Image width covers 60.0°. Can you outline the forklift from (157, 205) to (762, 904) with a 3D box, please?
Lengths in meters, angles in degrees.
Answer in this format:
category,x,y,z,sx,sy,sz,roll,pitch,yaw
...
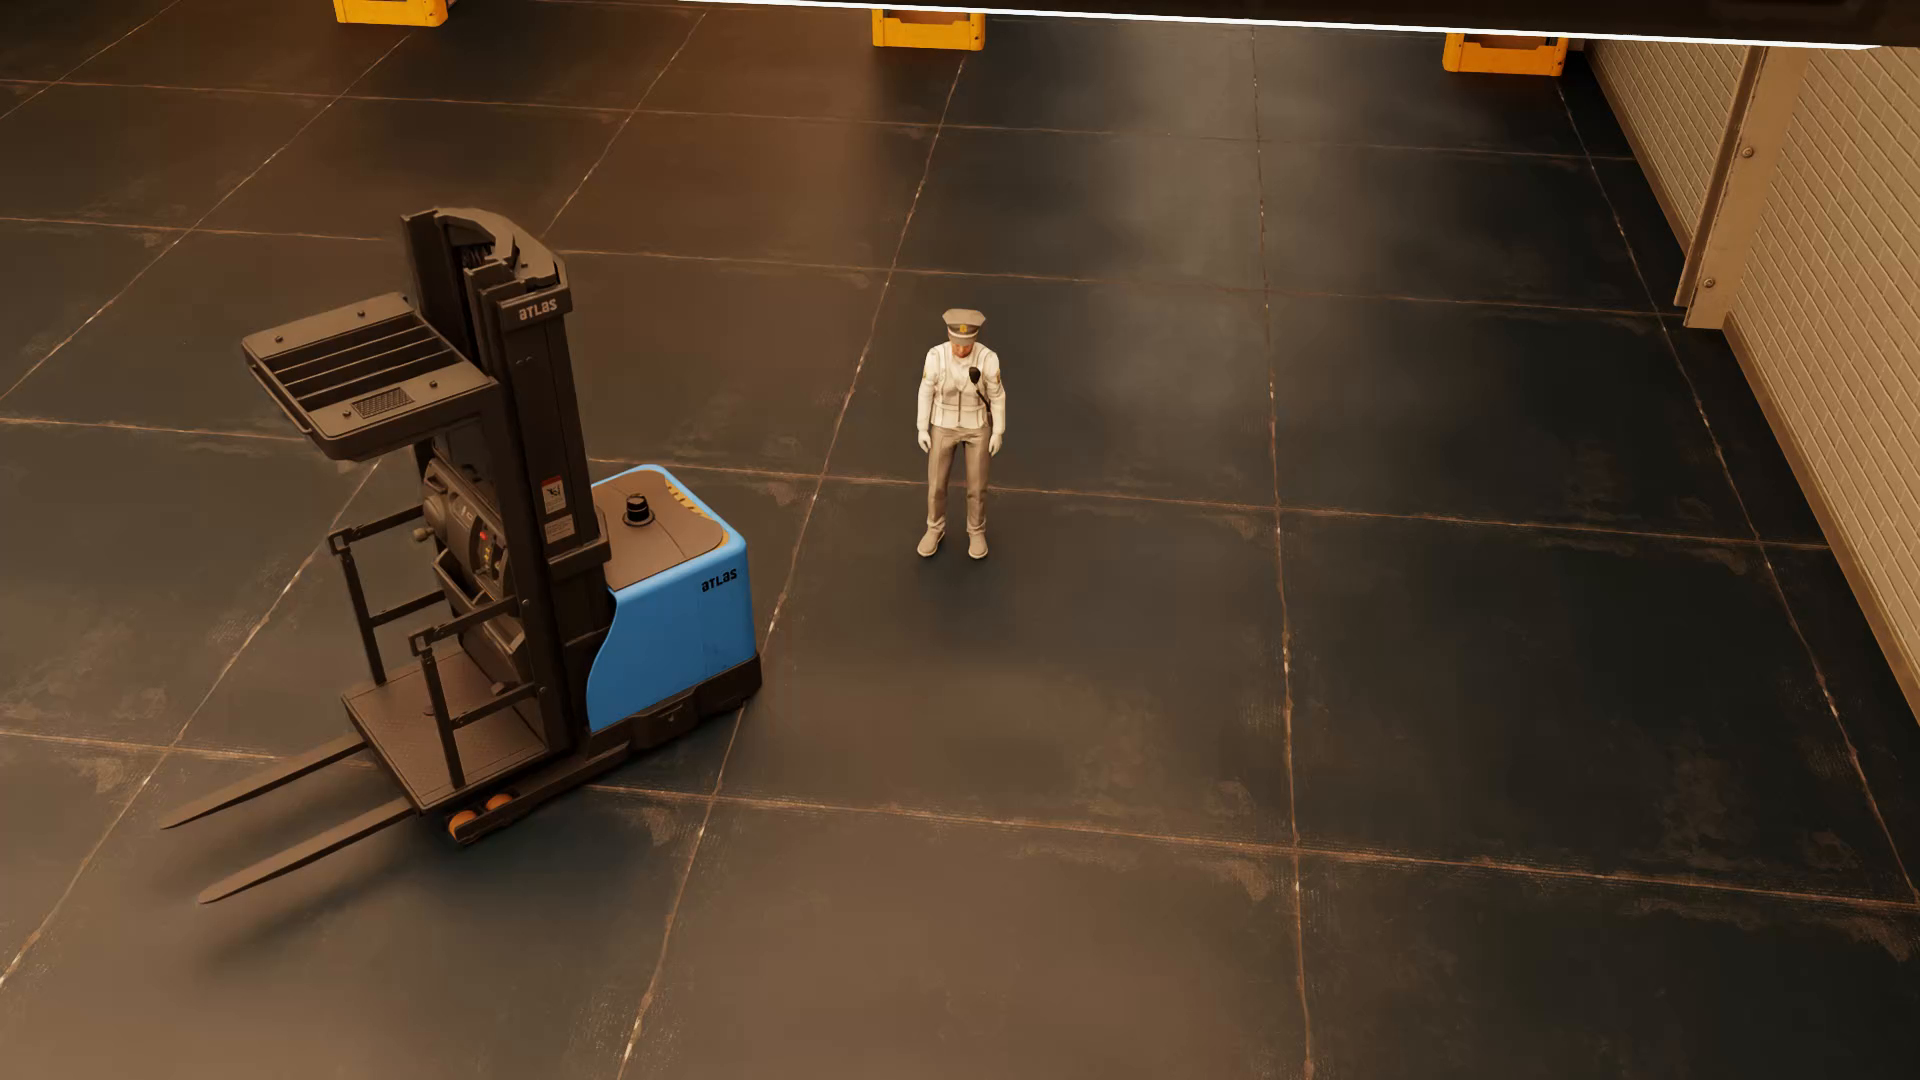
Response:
category,x,y,z,sx,sy,sz,roll,pitch,yaw
forklift,-2.579,-0.001,8.031,3.031,2.935,1.130,-25,43,-30

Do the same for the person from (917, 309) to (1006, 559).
category,x,y,z,sx,sy,sz,roll,pitch,yaw
person,0.007,-0.650,9.983,0.529,1.663,0.372,3,37,4
